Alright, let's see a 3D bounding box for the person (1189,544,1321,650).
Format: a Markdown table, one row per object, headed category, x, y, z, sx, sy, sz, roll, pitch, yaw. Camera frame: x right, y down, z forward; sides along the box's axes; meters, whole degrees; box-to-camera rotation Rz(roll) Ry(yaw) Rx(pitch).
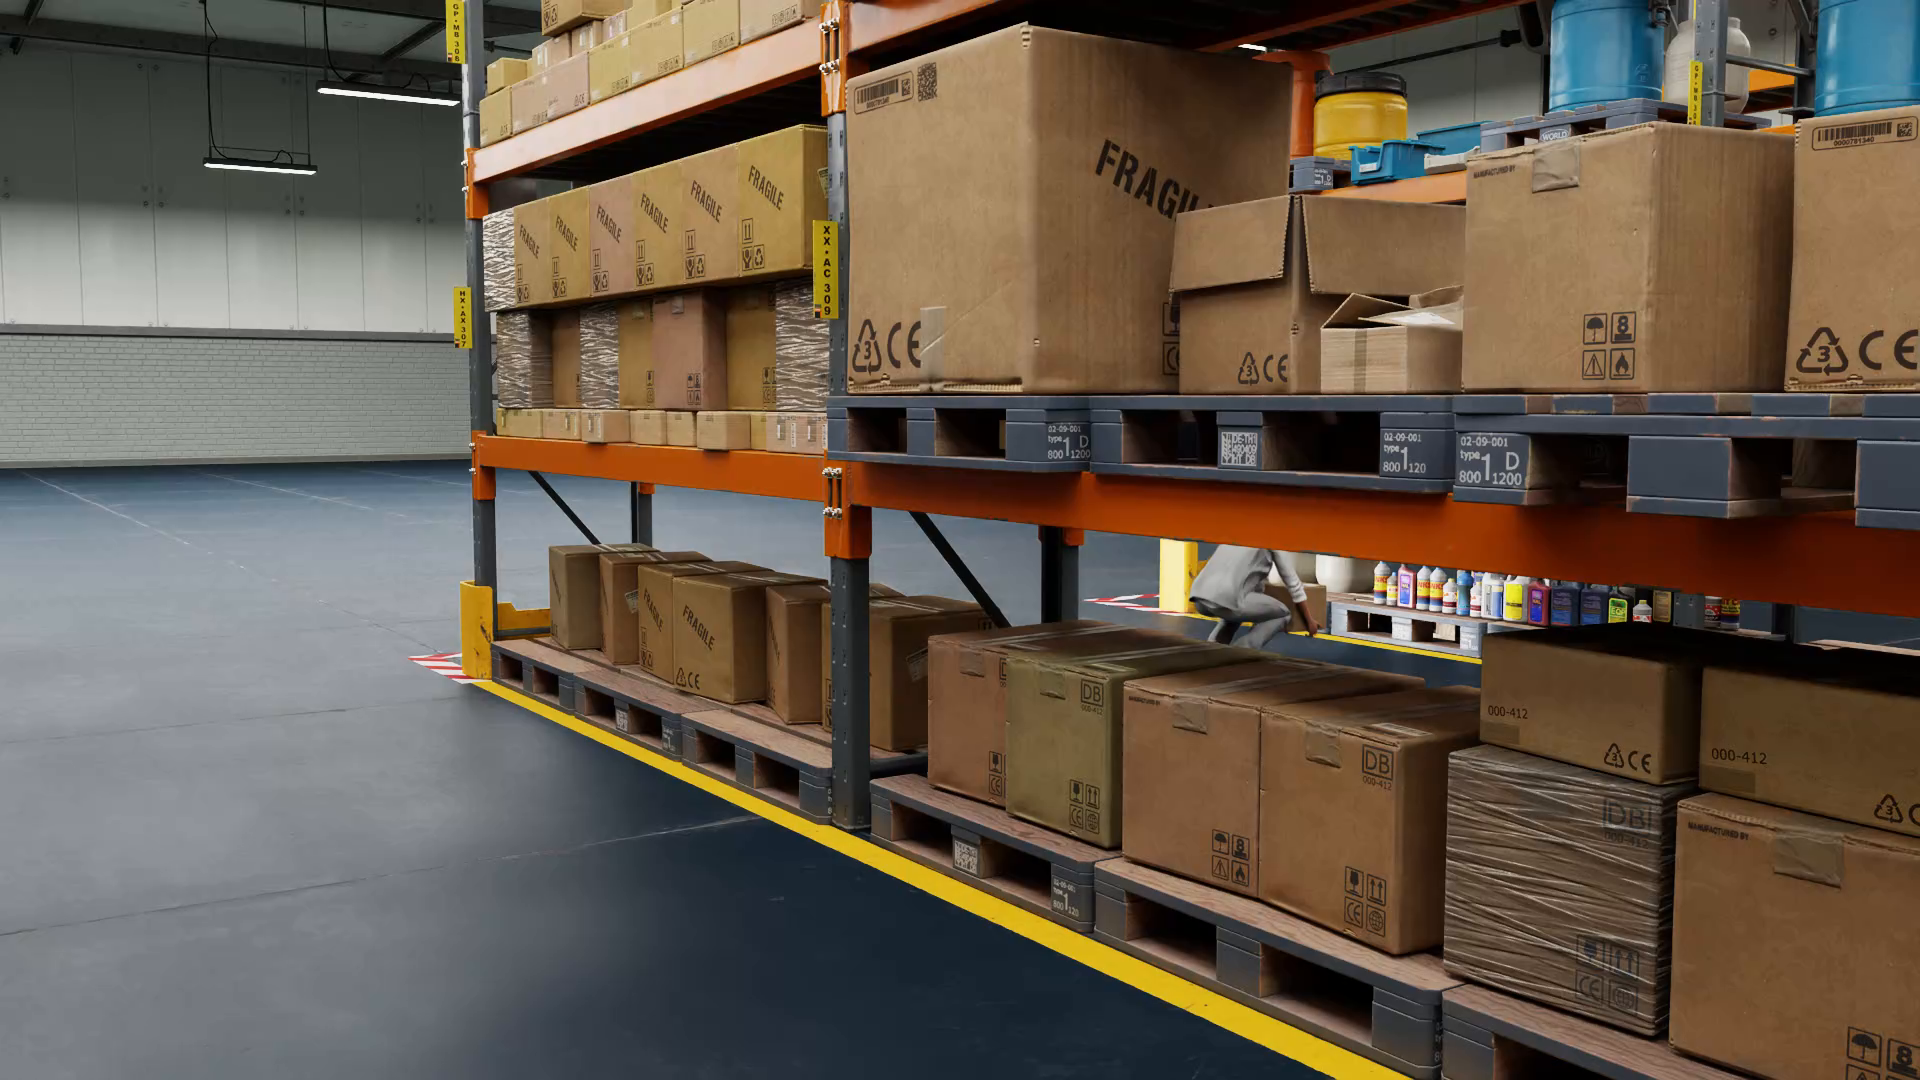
| category | x | y | z | sx | sy | sz | roll | pitch | yaw |
| --- | --- | --- | --- | --- | --- | --- | --- | --- | --- |
| person | 1.620 | 0.270 | 9.235 | 0.825 | 0.911 | 0.425 | -3 | 6 | -35 |
